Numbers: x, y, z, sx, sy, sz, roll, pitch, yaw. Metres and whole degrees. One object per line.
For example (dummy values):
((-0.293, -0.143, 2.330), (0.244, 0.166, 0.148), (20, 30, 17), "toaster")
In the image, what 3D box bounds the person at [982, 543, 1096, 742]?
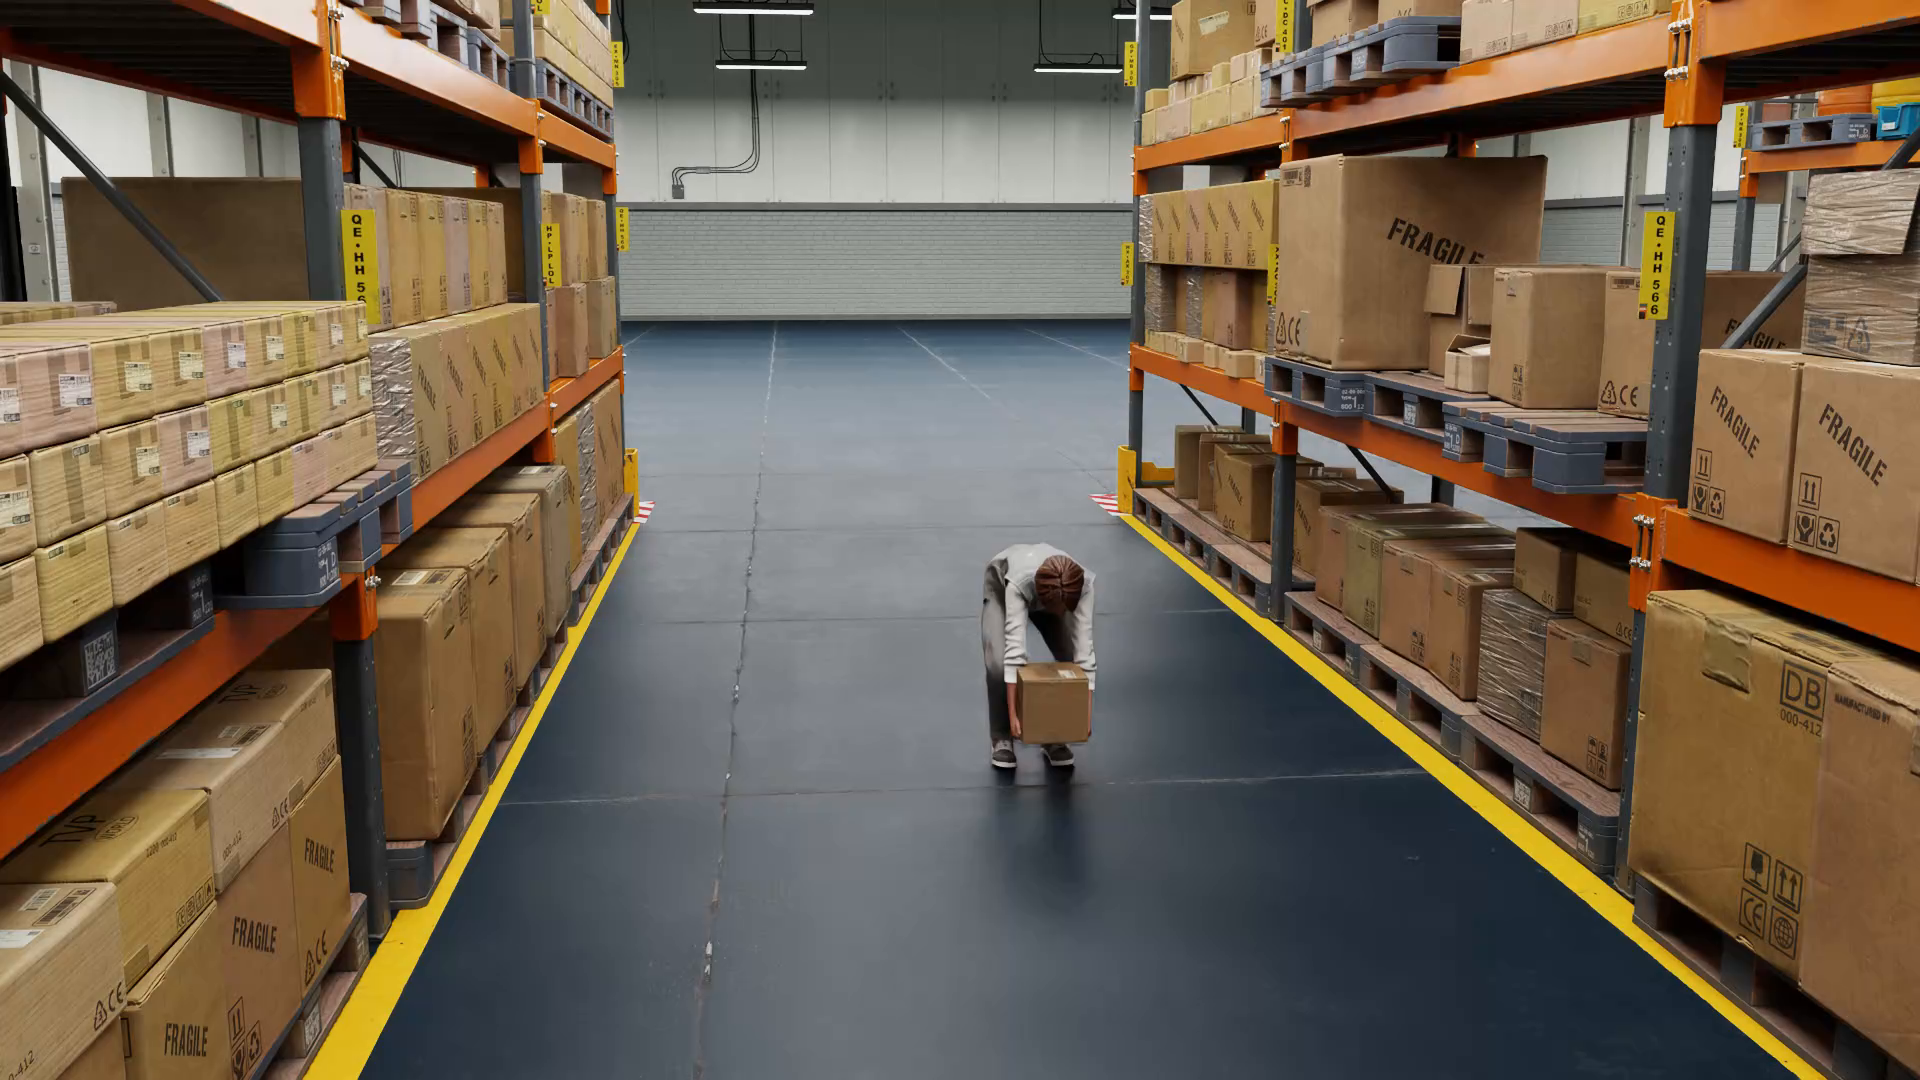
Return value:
((0.316, 0.439, 6.630), (0.424, 0.876, 0.862), (-2, 10, -9), "person")
